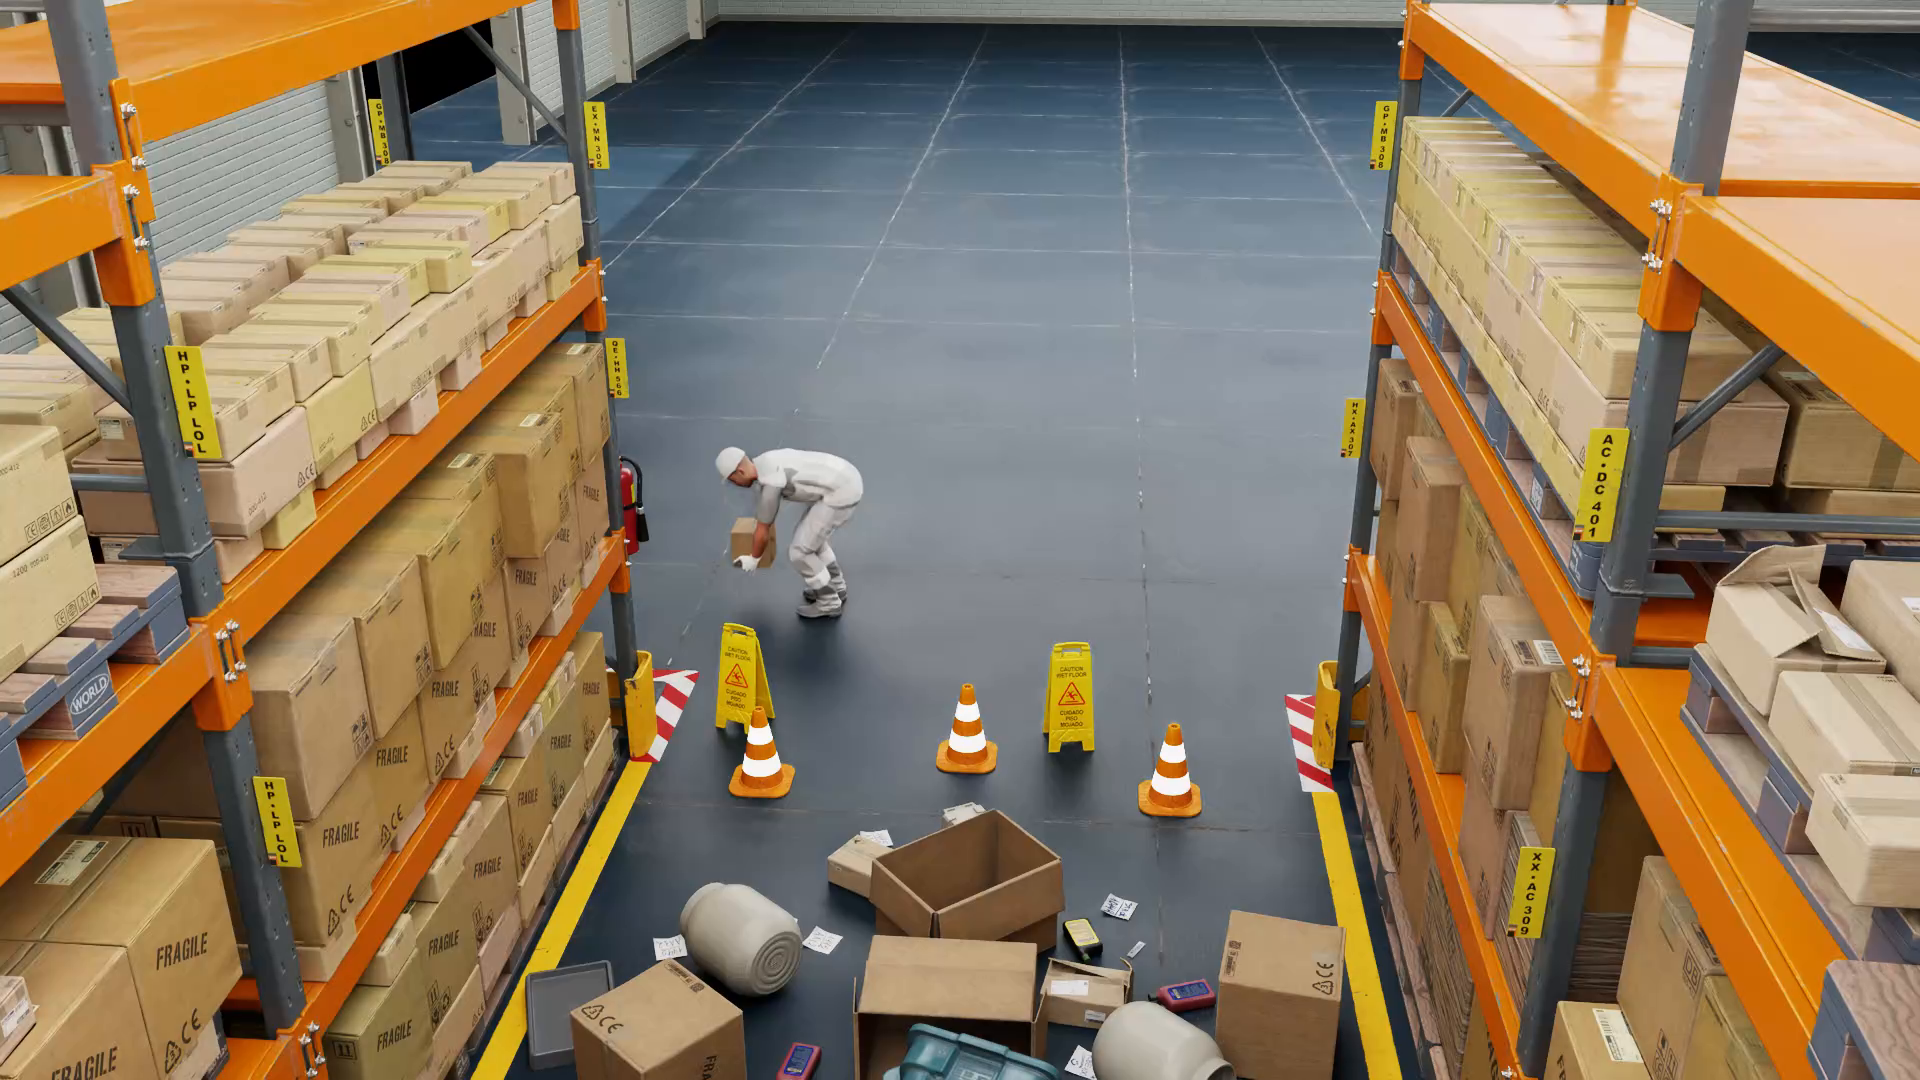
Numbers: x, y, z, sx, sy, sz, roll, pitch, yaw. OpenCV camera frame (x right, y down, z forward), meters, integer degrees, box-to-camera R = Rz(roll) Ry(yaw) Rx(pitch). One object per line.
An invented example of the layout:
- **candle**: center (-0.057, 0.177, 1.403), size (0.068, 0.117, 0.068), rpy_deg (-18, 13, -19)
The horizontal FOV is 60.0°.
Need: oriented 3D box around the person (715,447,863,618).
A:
- **person**: center (-1.106, -0.074, 10.938), size (0.951, 1.135, 0.522), rpy_deg (1, 24, 2)
